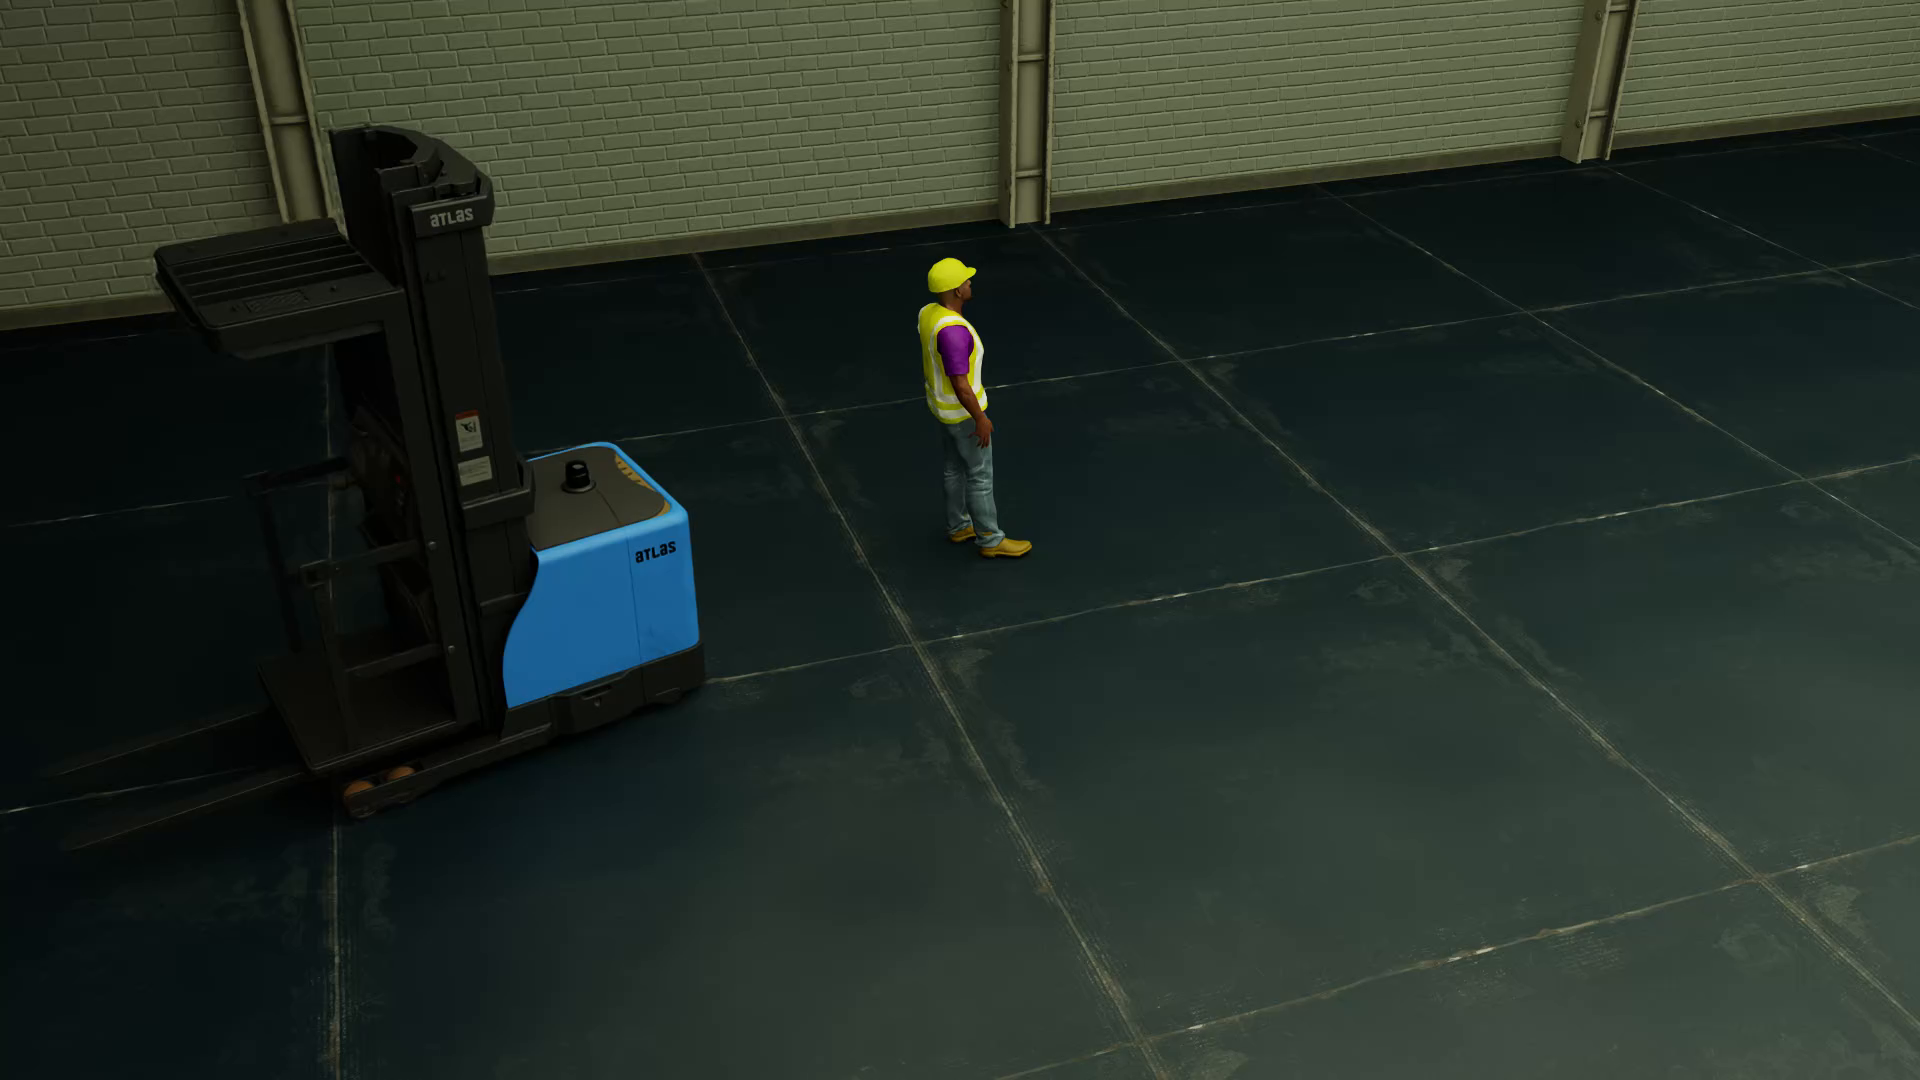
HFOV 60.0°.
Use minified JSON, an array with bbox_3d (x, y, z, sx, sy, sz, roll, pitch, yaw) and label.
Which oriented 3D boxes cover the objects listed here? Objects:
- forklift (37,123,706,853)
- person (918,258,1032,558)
[{"bbox_3d":[-2.831,-0.276,7.567,3.031,2.935,1.130,-18,35,-29],"label":"forklift"},{"bbox_3d":[0.068,-0.780,9.597,0.575,1.768,0.666,-10,31,-16],"label":"person"}]
